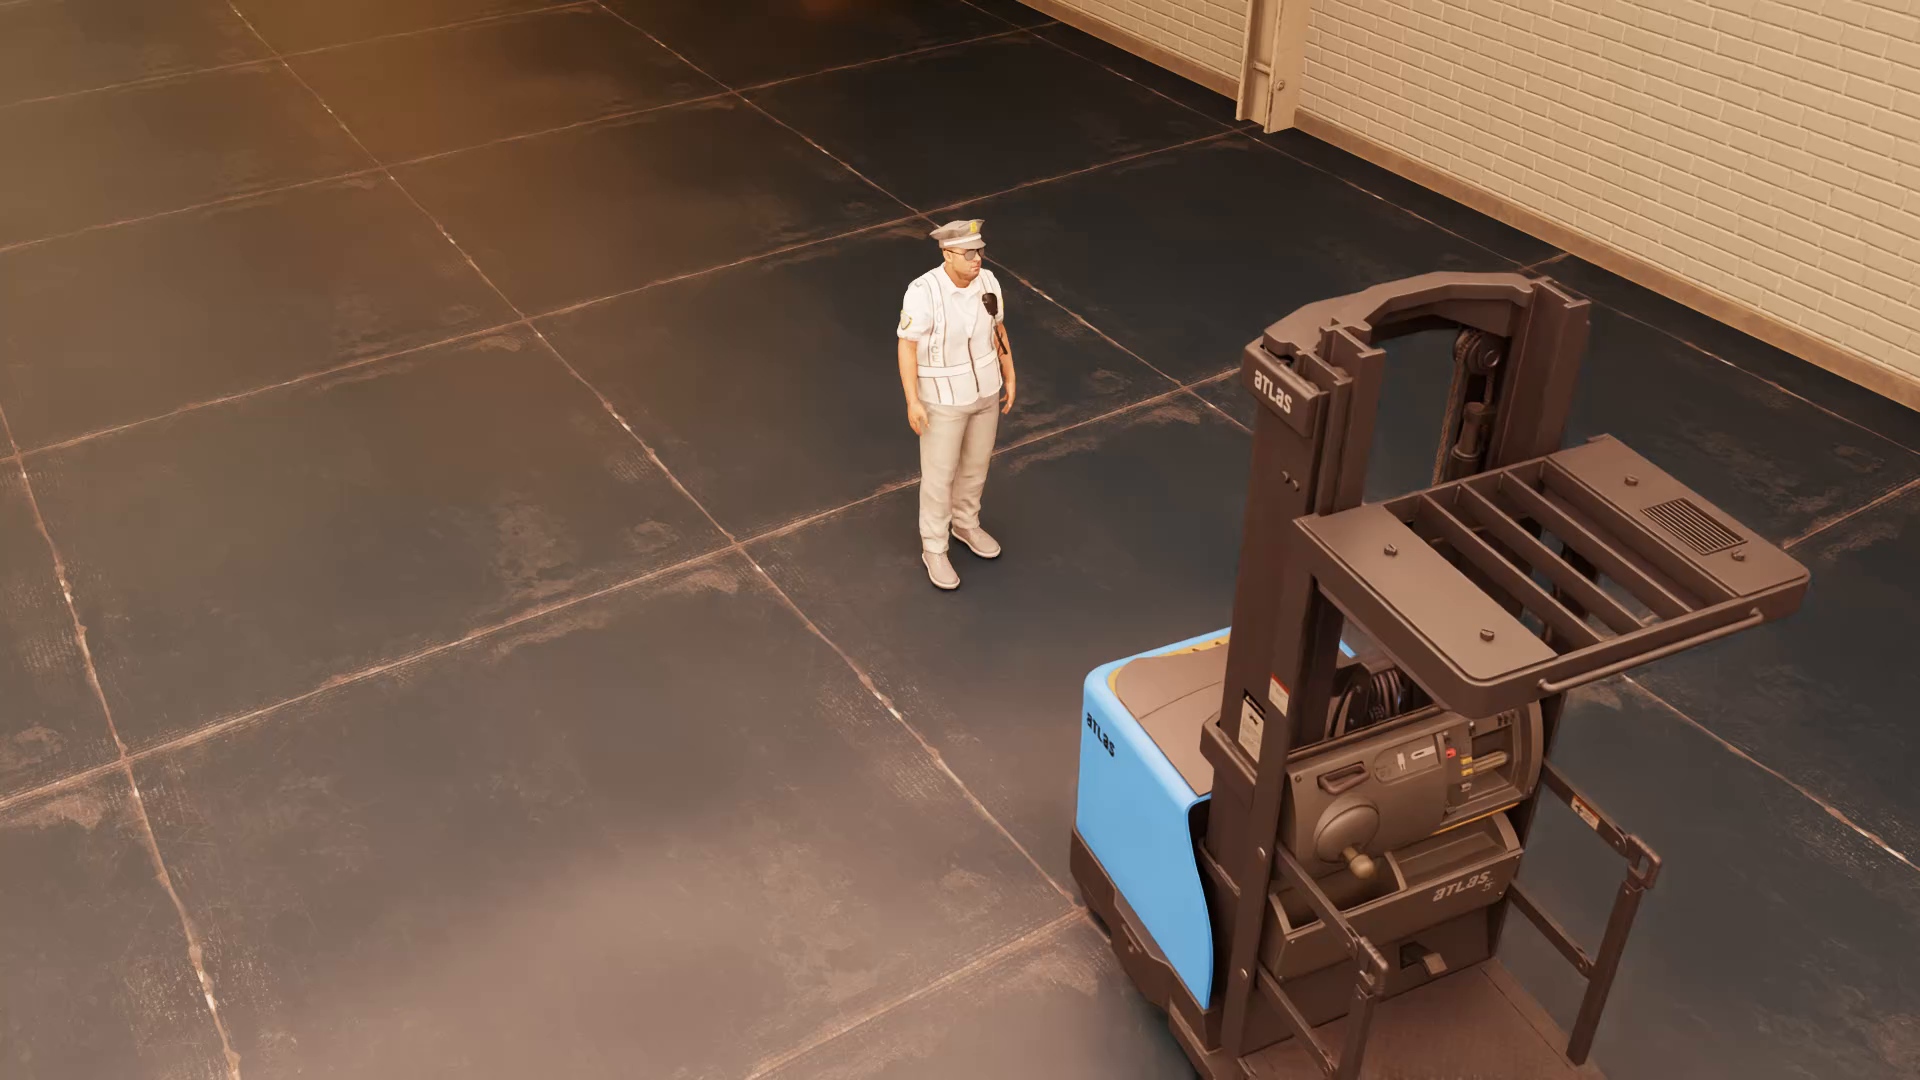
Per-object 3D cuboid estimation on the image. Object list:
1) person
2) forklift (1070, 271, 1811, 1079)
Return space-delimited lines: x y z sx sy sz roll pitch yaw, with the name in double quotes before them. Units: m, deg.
"person" 0.033 -0.694 8.121 0.641 1.780 0.573 -21 40 -27
"forklift" 1.507 0.817 4.985 1.130 2.935 3.031 -14 38 -20
